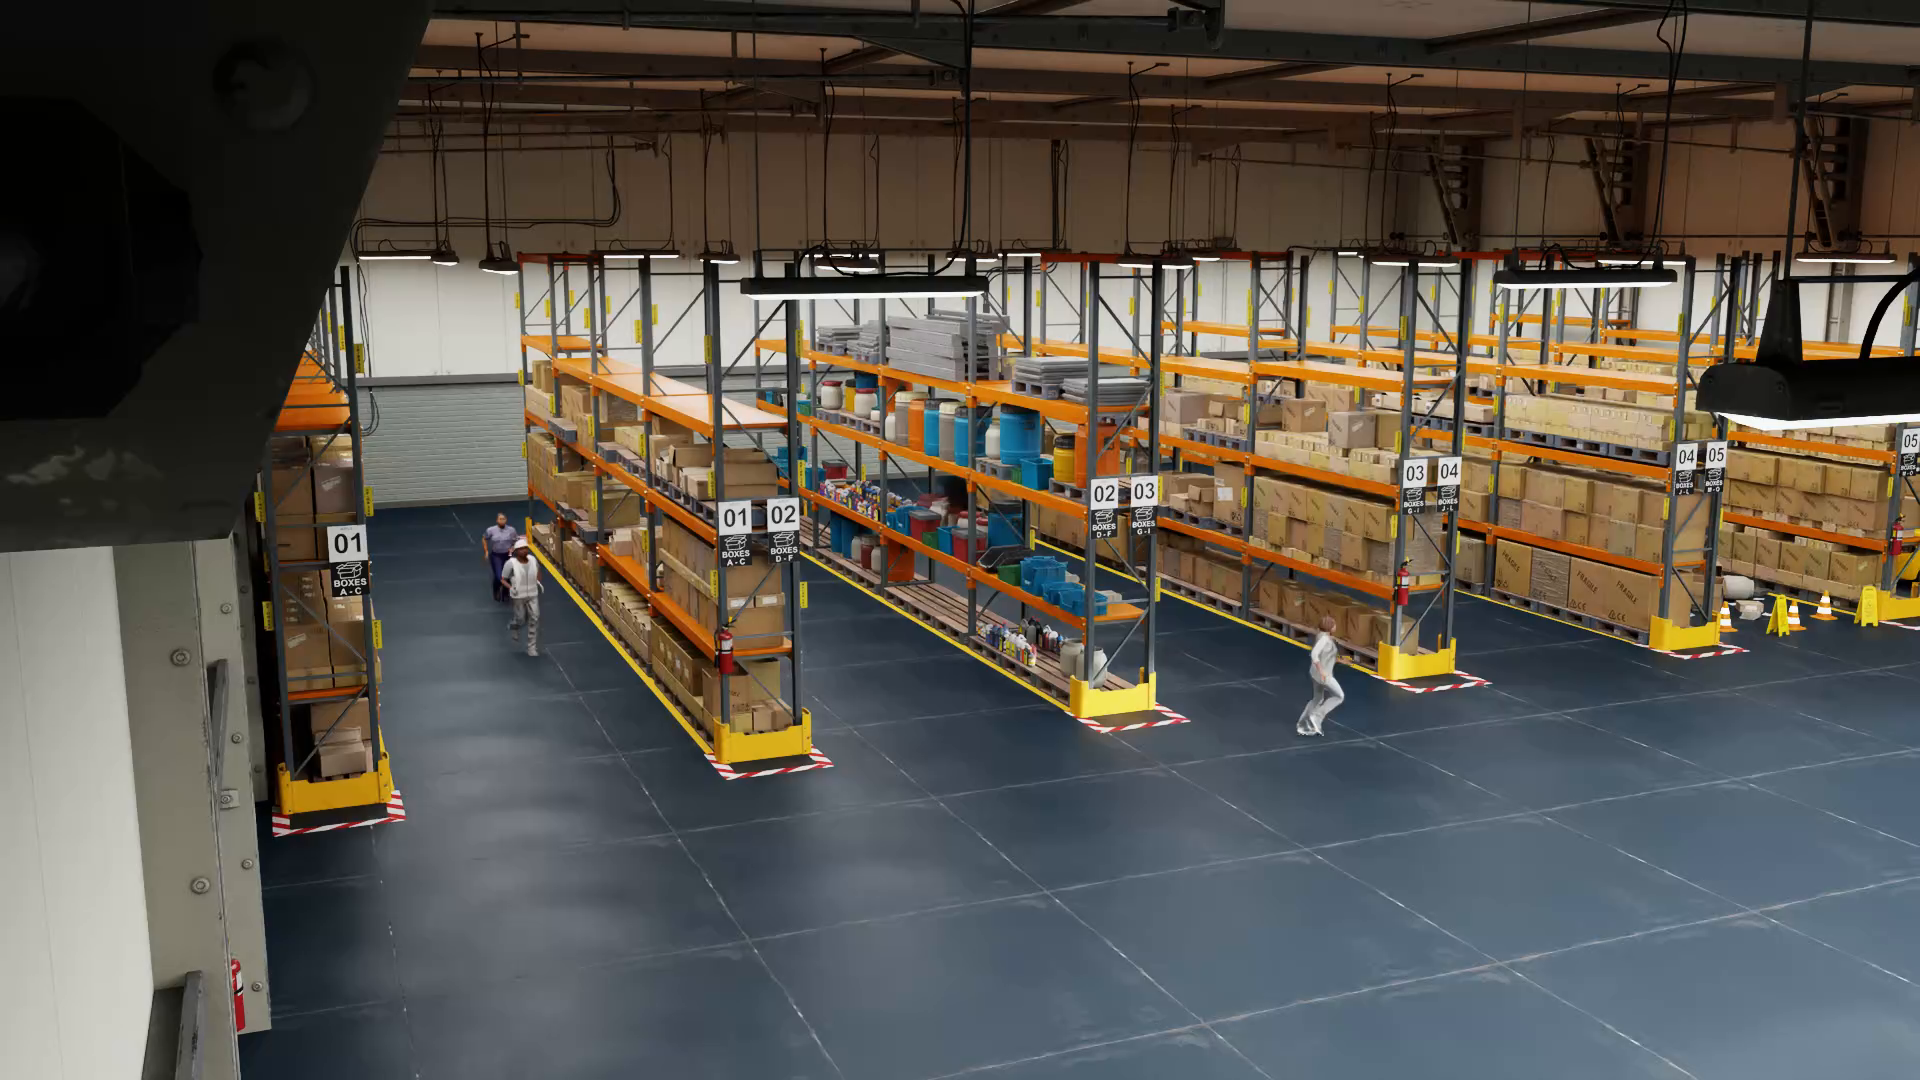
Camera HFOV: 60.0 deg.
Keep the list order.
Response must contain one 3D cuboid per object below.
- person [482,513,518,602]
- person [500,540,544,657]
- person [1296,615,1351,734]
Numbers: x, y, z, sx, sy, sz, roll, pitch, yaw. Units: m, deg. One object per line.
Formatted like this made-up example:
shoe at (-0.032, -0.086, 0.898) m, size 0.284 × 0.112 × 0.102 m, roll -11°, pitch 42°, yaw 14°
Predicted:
person at (-7.928, 0.320, 28.797) m, size 0.588 × 1.602 × 0.653 m, roll -5°, pitch 11°, yaw -24°
person at (-6.679, 0.863, 25.467) m, size 0.682 × 1.765 × 0.849 m, roll -7°, pitch 13°, yaw -34°
person at (4.655, 1.725, 21.193) m, size 0.690 × 1.554 × 0.508 m, roll 0°, pitch 10°, yaw -1°
